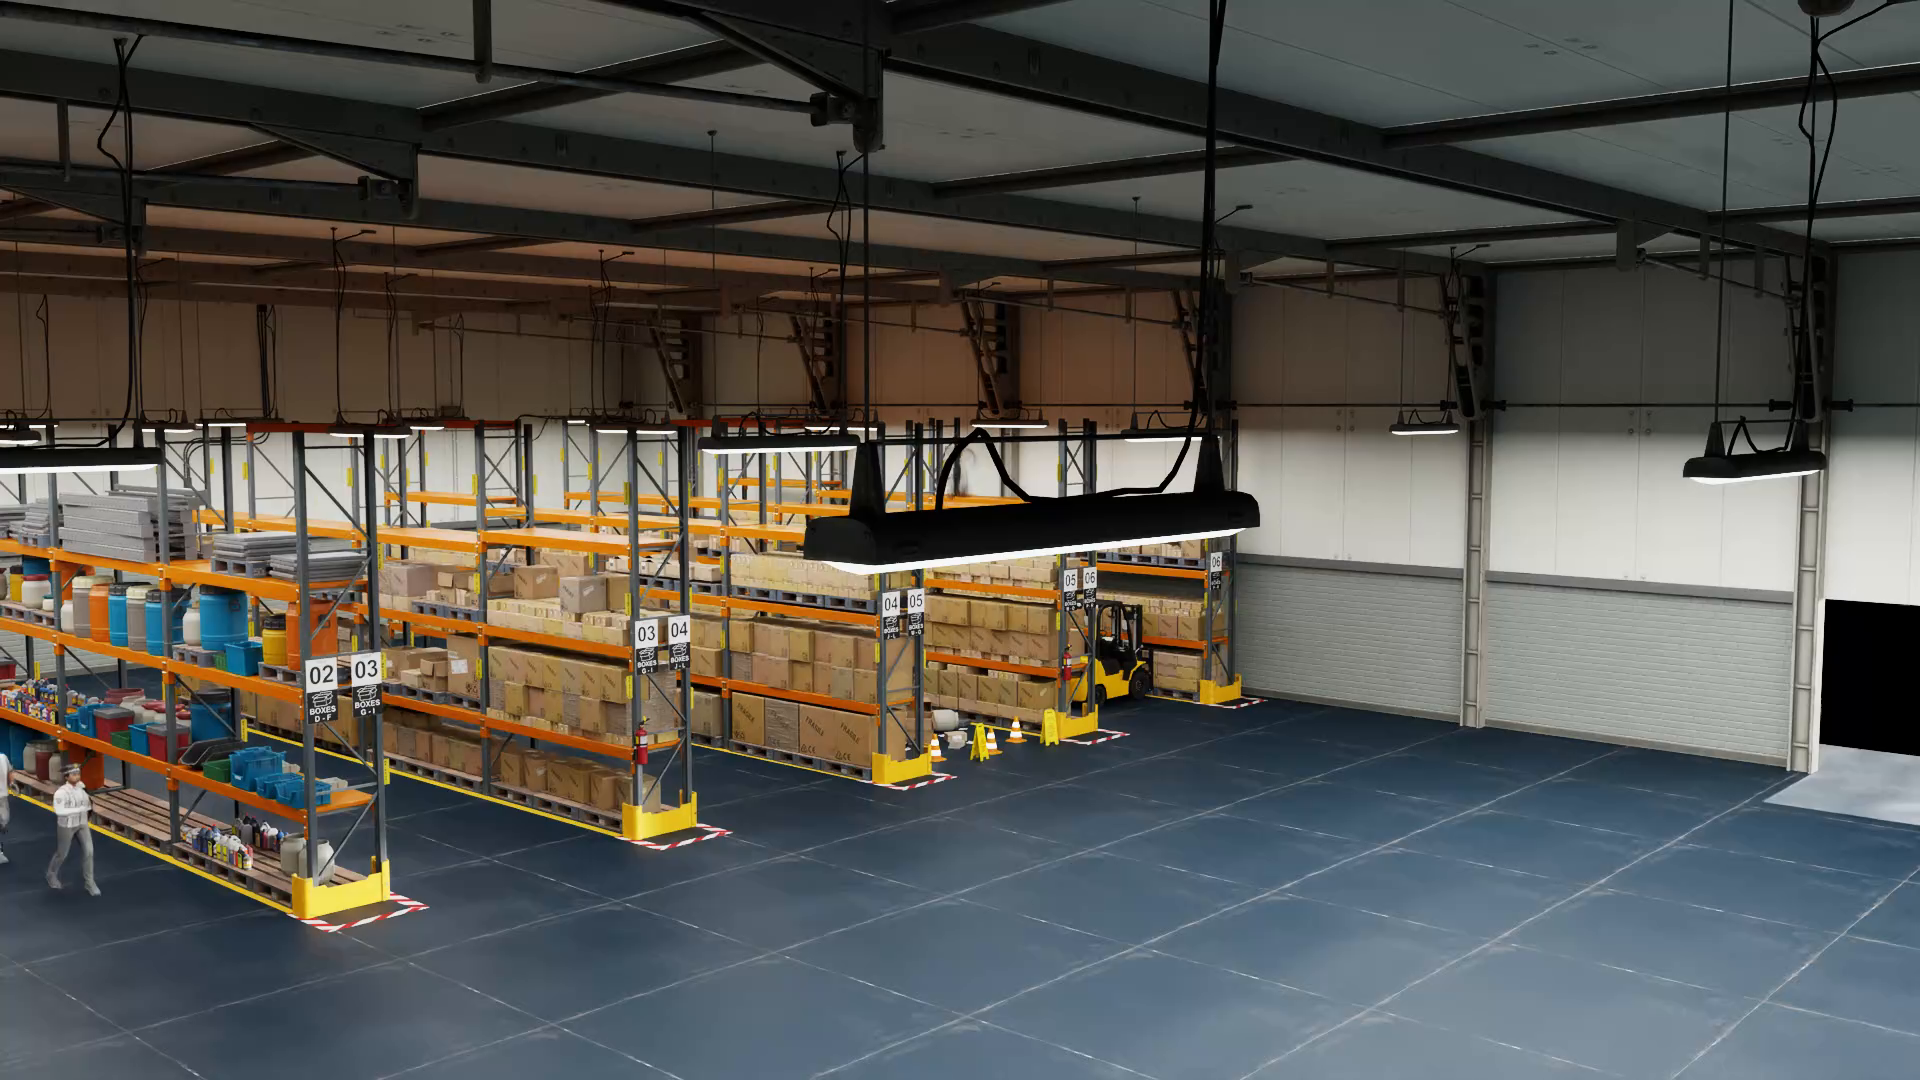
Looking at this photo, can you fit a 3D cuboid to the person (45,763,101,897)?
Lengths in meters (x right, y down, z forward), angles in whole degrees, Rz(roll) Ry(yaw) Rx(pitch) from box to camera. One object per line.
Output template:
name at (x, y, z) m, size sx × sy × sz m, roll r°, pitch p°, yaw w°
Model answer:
person at (-11.470, 3.720, 21.456) m, size 0.883 × 1.707 × 0.589 m, roll 2°, pitch 5°, yaw 25°

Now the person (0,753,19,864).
person at (-13.487, 3.579, 23.095) m, size 0.778 × 1.759 × 0.681 m, roll 3°, pitch 6°, yaw 35°
